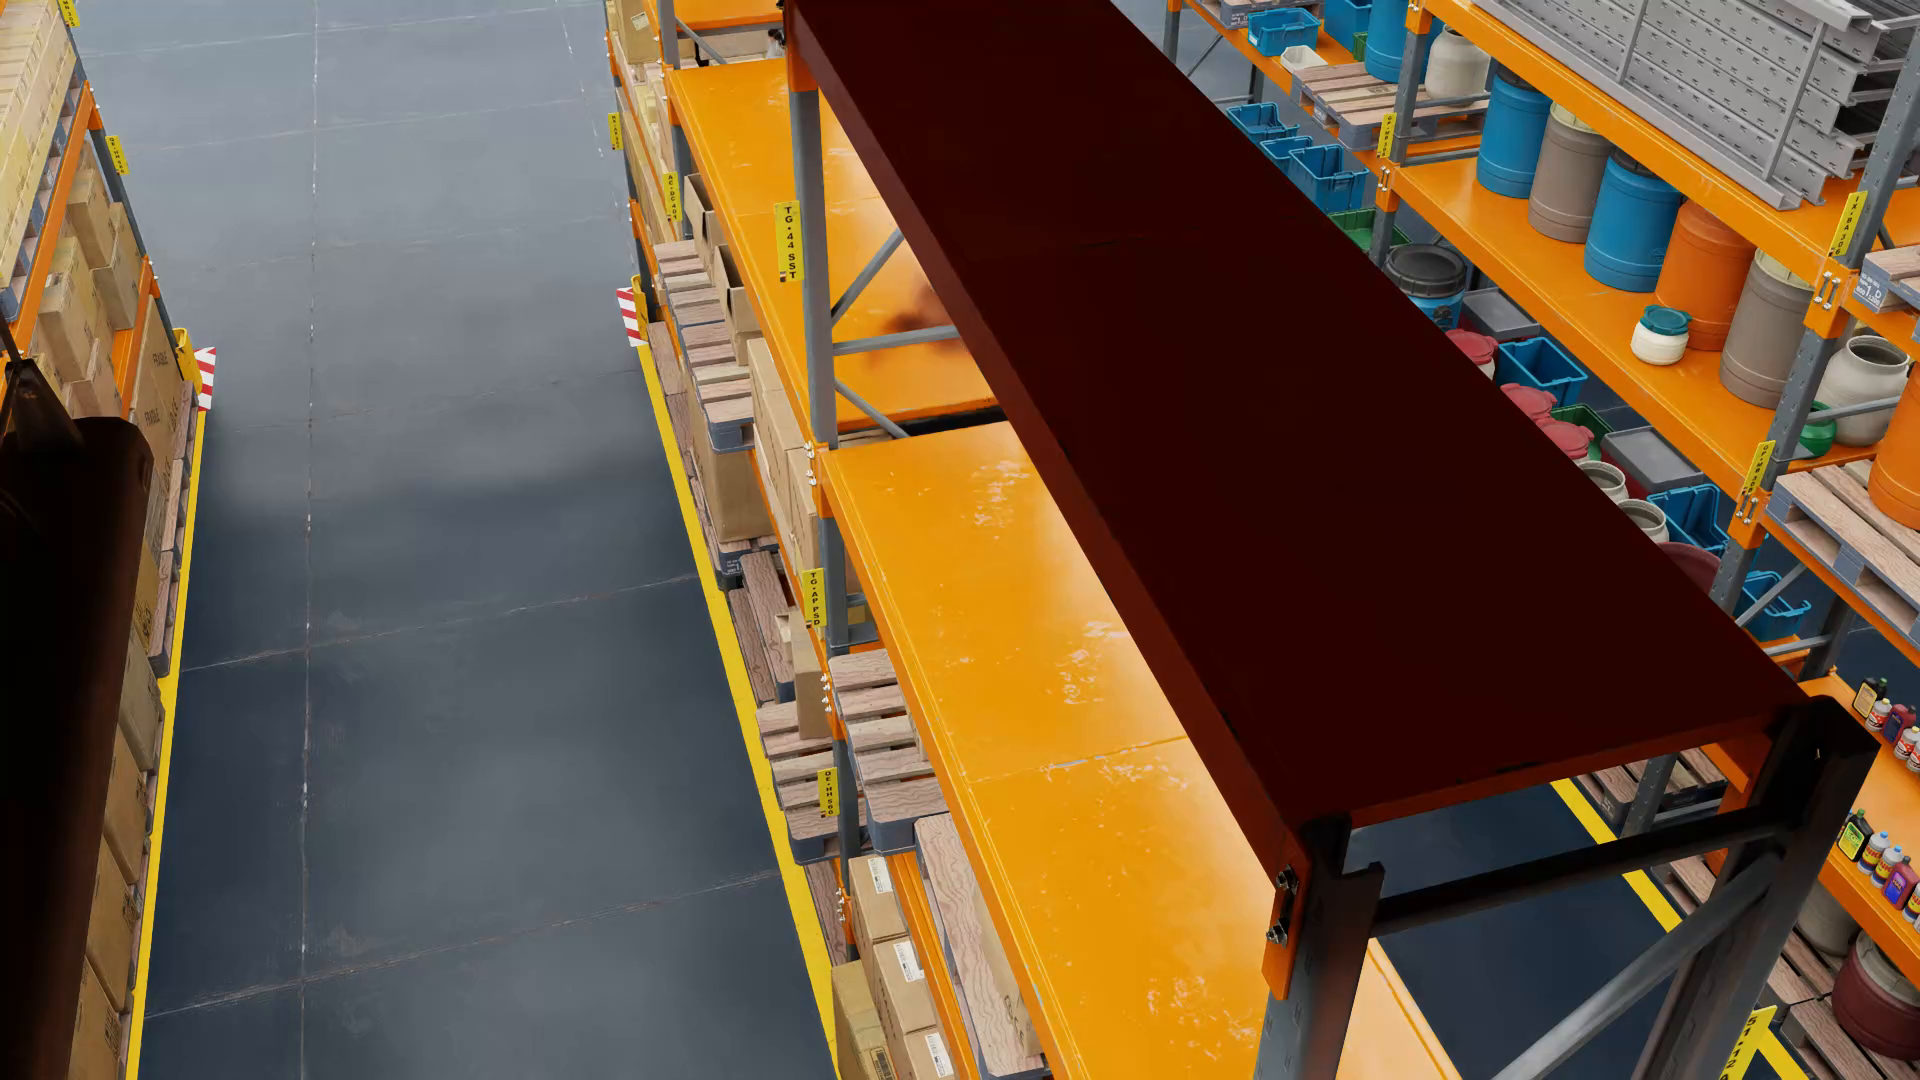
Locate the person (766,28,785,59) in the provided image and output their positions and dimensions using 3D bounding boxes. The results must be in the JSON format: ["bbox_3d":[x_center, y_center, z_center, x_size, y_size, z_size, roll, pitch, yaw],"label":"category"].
[{"bbox_3d":[-1.815,-4.717,17.512,0.688,1.629,0.589,11,40,13],"label":"person"}]
